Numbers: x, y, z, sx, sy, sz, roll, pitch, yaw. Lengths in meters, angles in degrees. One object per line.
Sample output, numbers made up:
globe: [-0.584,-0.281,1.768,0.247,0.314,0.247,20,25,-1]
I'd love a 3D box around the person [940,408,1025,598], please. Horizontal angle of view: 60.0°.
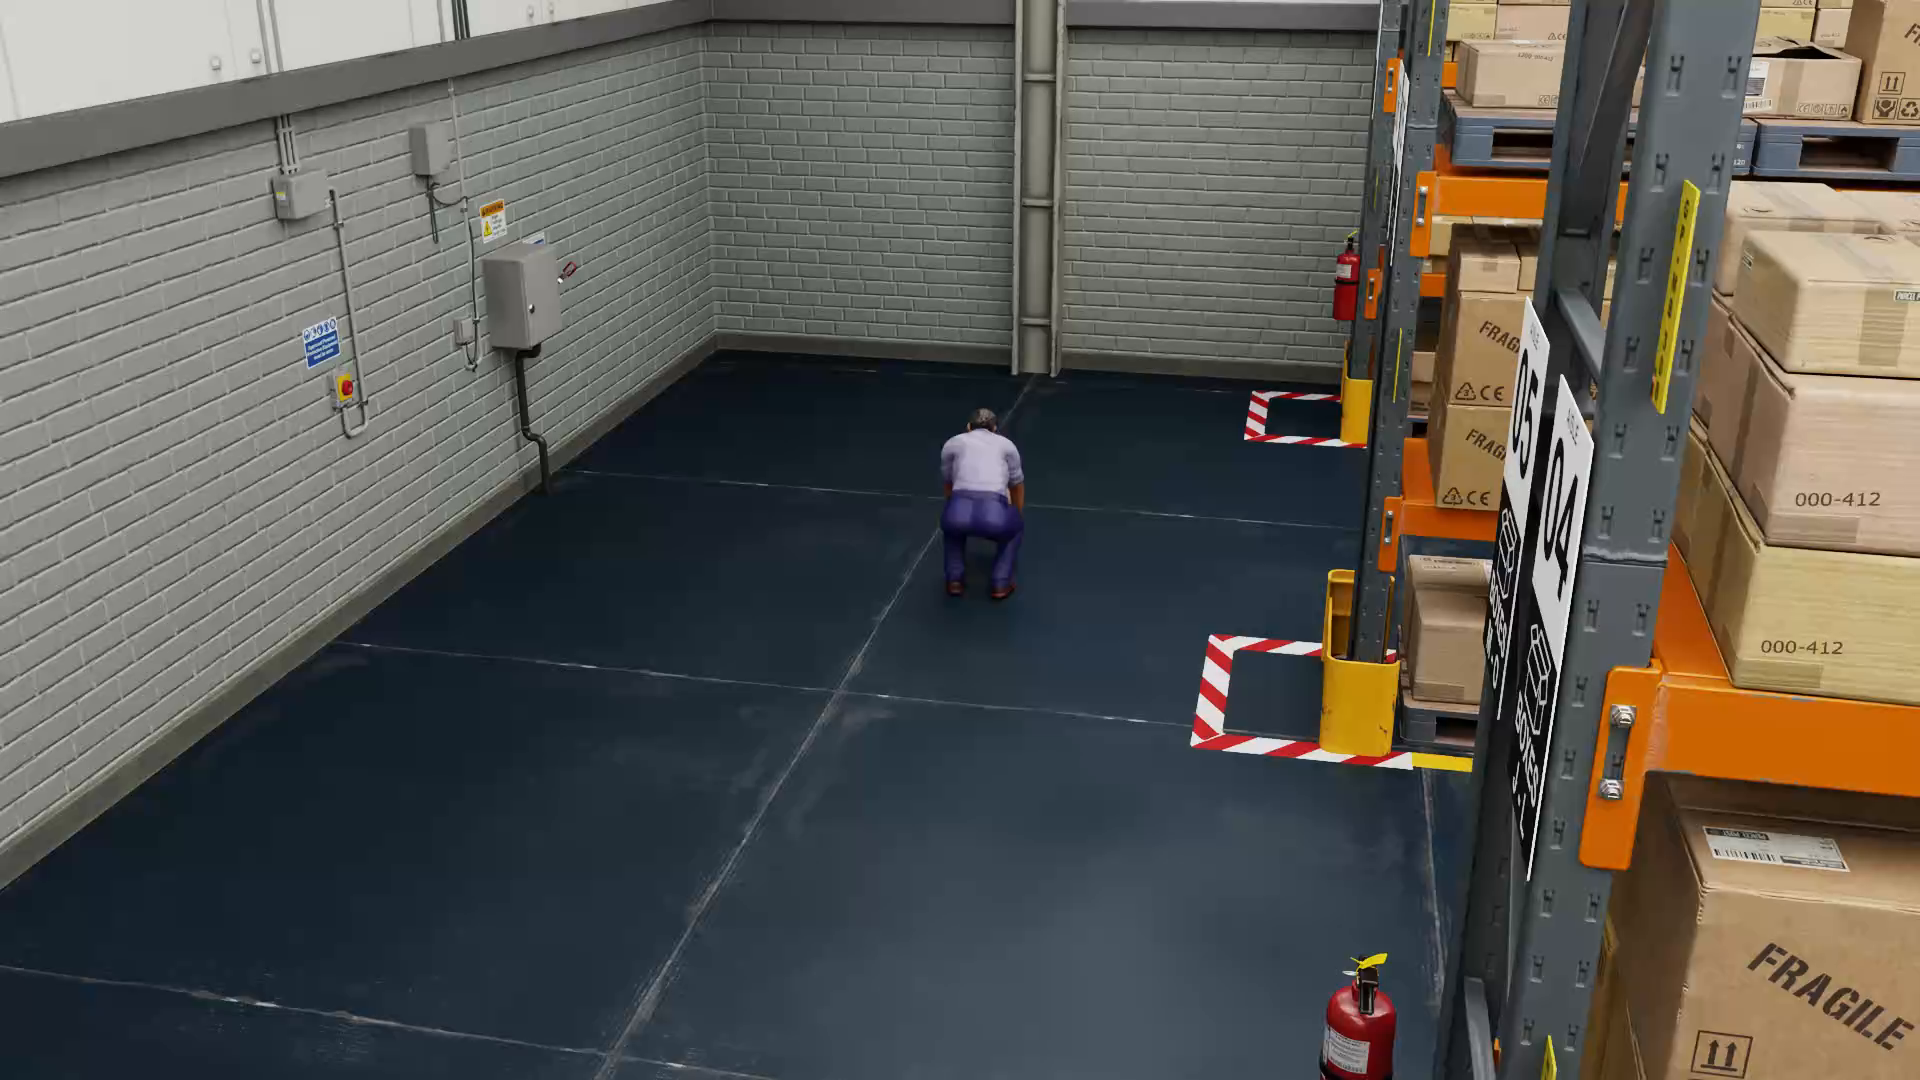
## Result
person: [0.114,-0.209,9.973,0.529,1.033,0.793,4,22,11]
